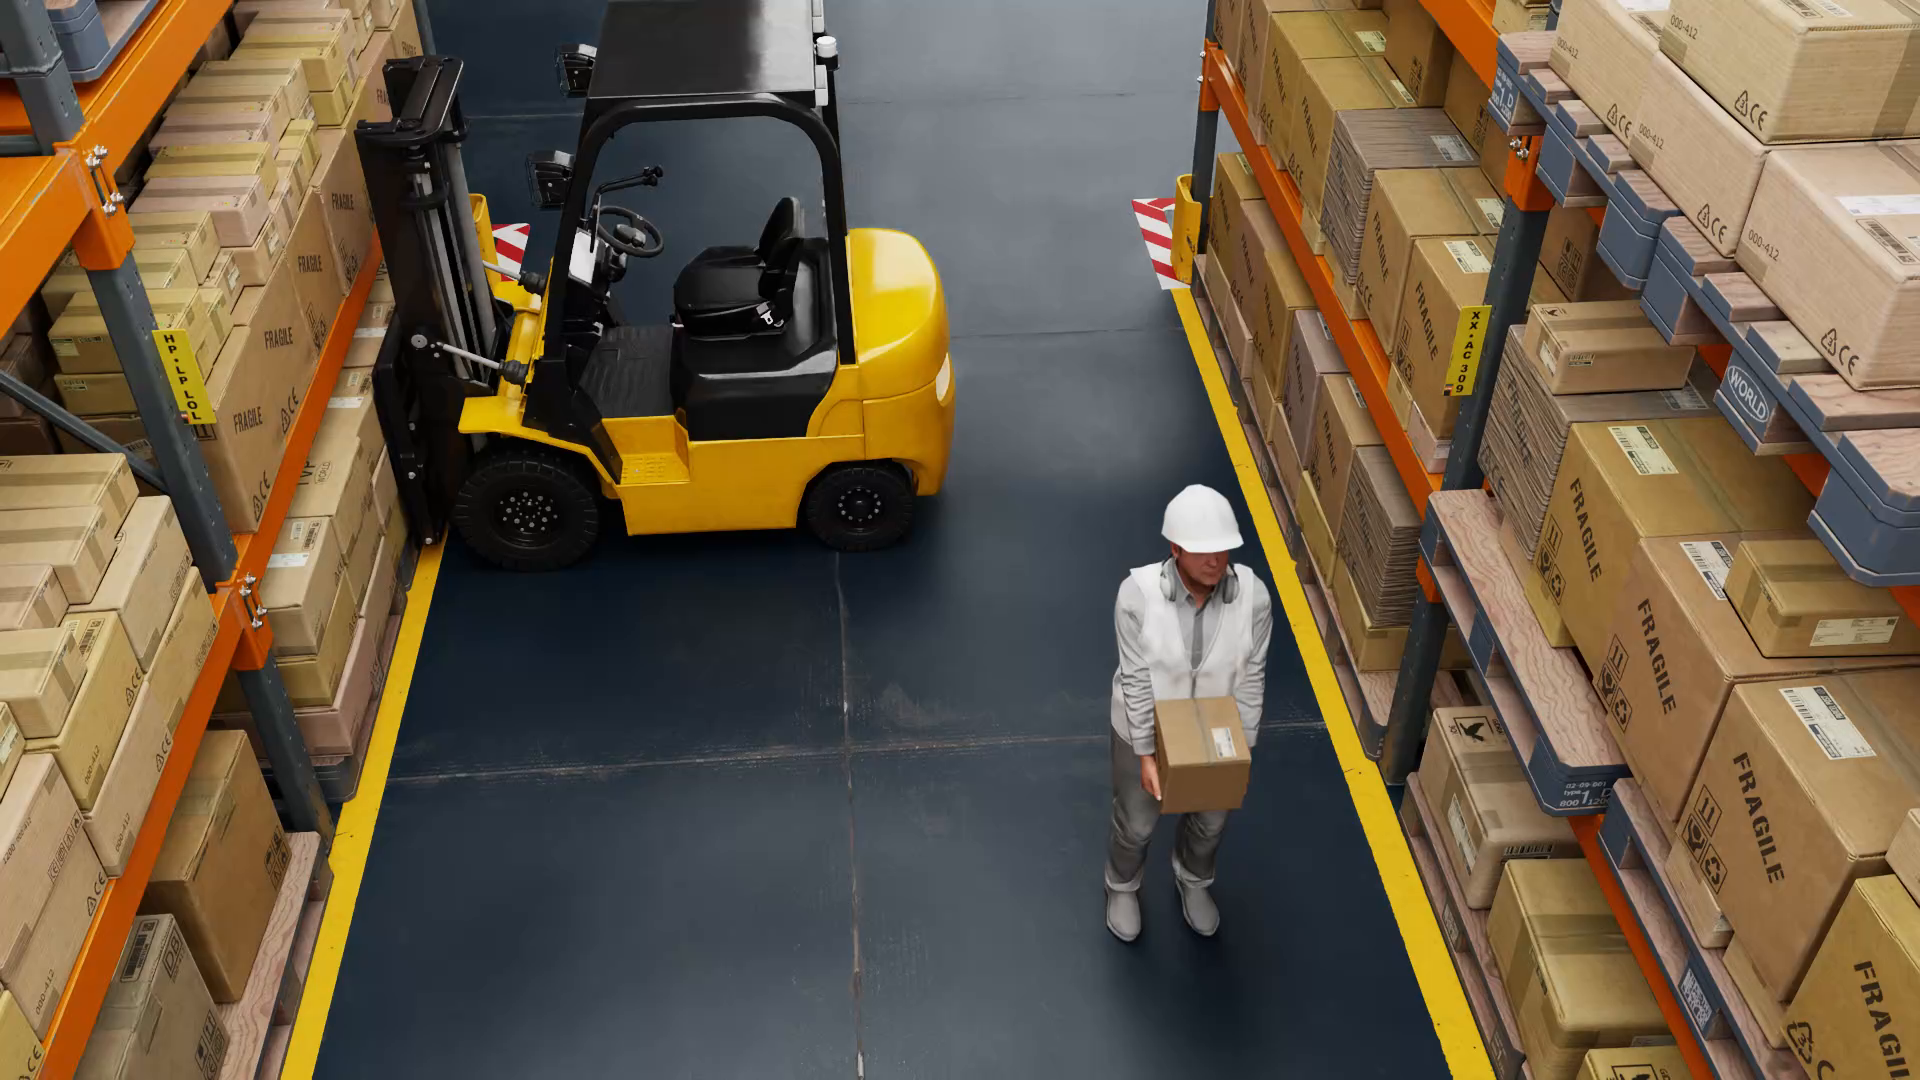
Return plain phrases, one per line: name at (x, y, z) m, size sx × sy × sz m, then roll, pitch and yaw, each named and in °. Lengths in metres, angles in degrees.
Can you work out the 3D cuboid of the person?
person at (0.731, 0.651, 5.333) m, size 0.494 × 1.762 × 0.564 m, roll -3°, pitch 39°, yaw -4°
